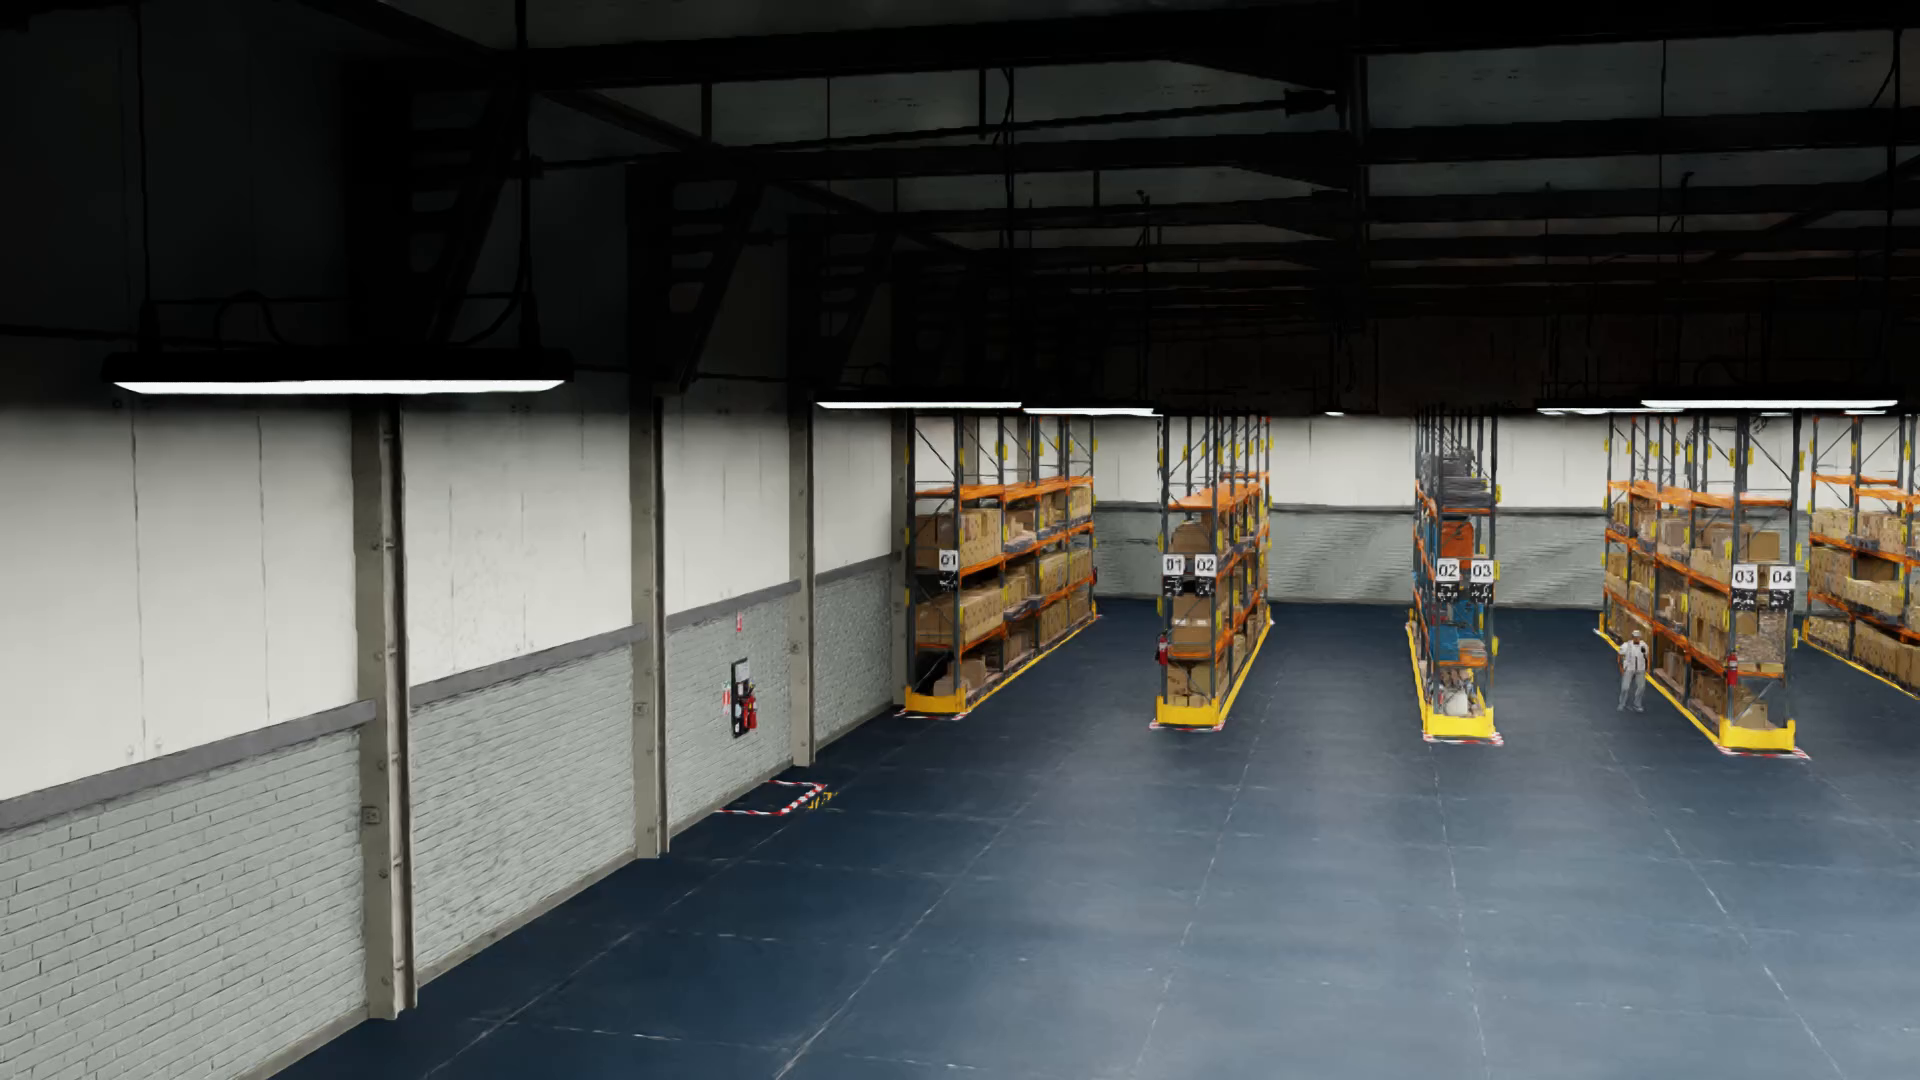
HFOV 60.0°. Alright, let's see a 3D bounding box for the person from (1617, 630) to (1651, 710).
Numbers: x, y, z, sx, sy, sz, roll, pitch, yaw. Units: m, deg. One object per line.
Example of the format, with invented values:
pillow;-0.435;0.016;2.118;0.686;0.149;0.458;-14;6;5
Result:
person;13.237;2.551;32.650;0.626;1.605;0.565;1;4;12
